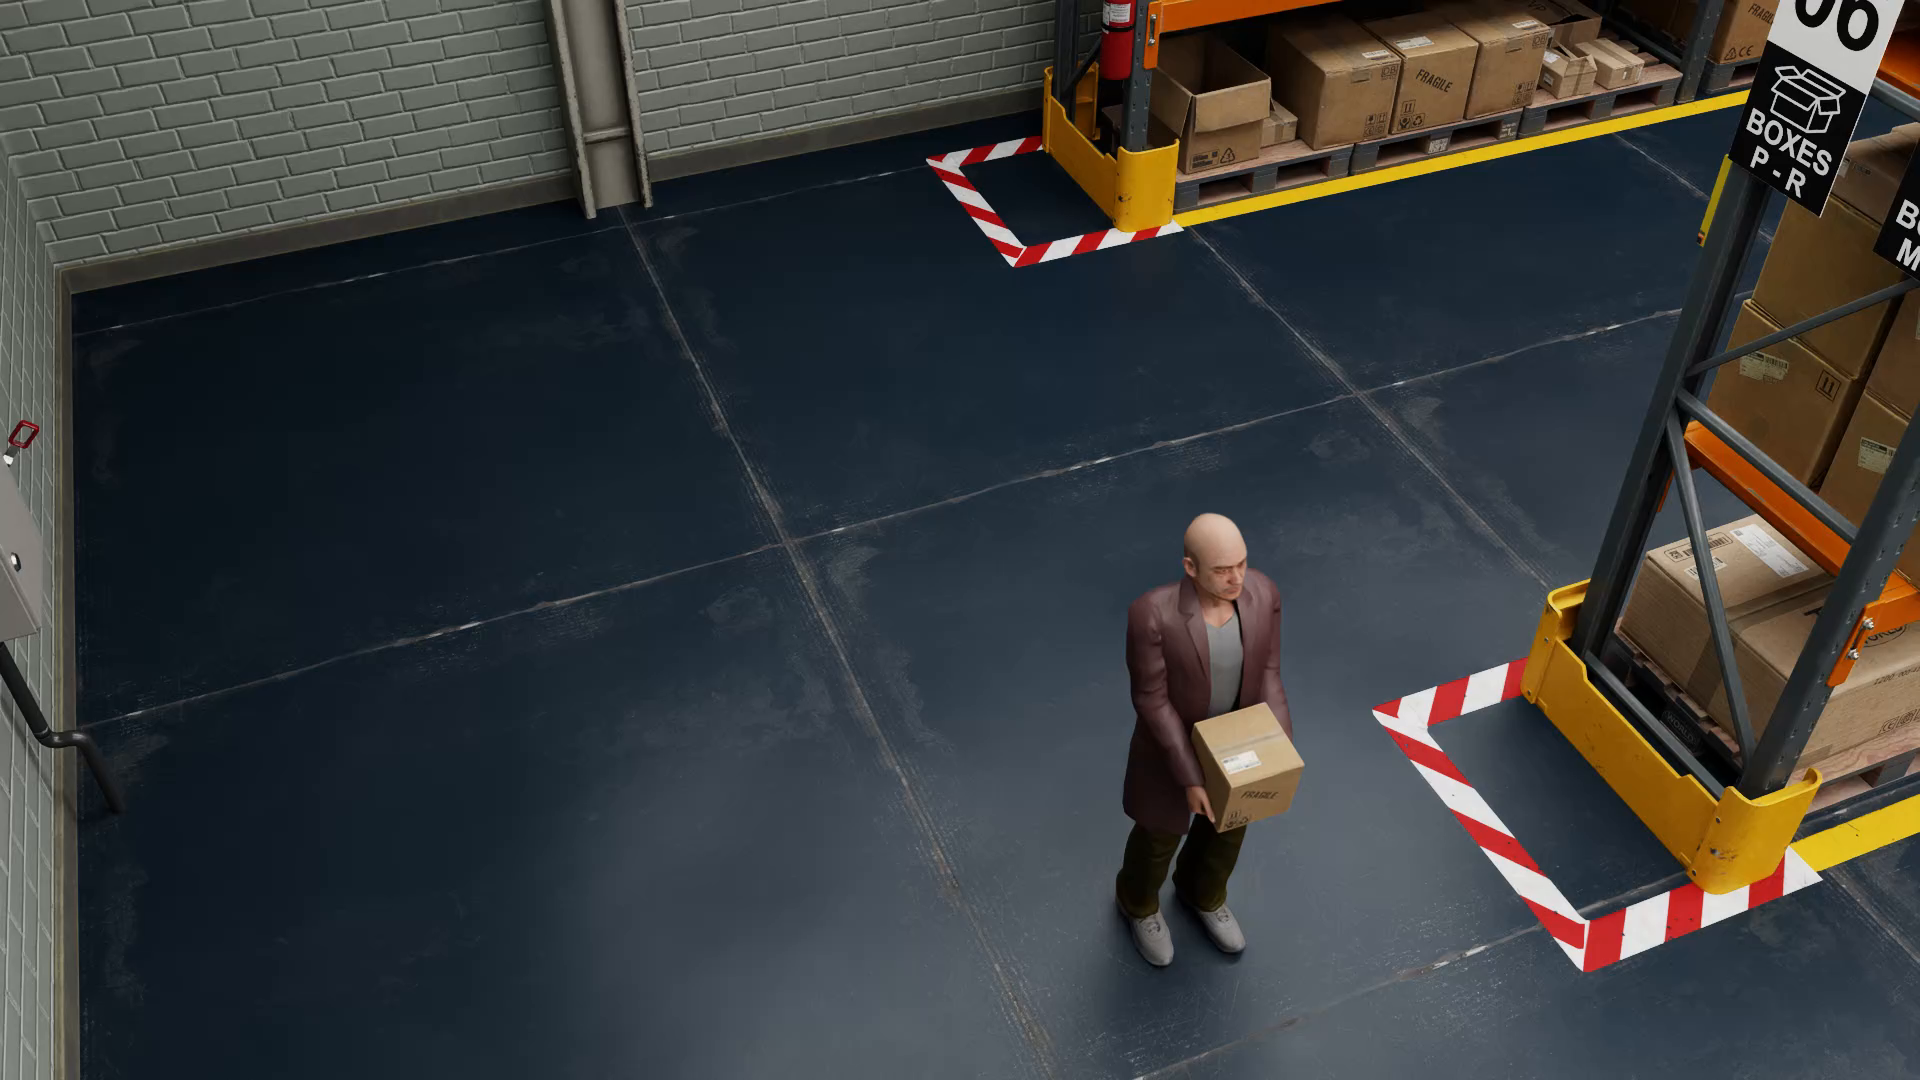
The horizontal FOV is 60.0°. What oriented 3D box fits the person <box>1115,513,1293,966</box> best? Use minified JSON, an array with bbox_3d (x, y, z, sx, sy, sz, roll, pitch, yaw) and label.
[{"bbox_3d":[0.806,0.720,5.353,0.529,1.771,0.554,-14,43,-16],"label":"person"}]
